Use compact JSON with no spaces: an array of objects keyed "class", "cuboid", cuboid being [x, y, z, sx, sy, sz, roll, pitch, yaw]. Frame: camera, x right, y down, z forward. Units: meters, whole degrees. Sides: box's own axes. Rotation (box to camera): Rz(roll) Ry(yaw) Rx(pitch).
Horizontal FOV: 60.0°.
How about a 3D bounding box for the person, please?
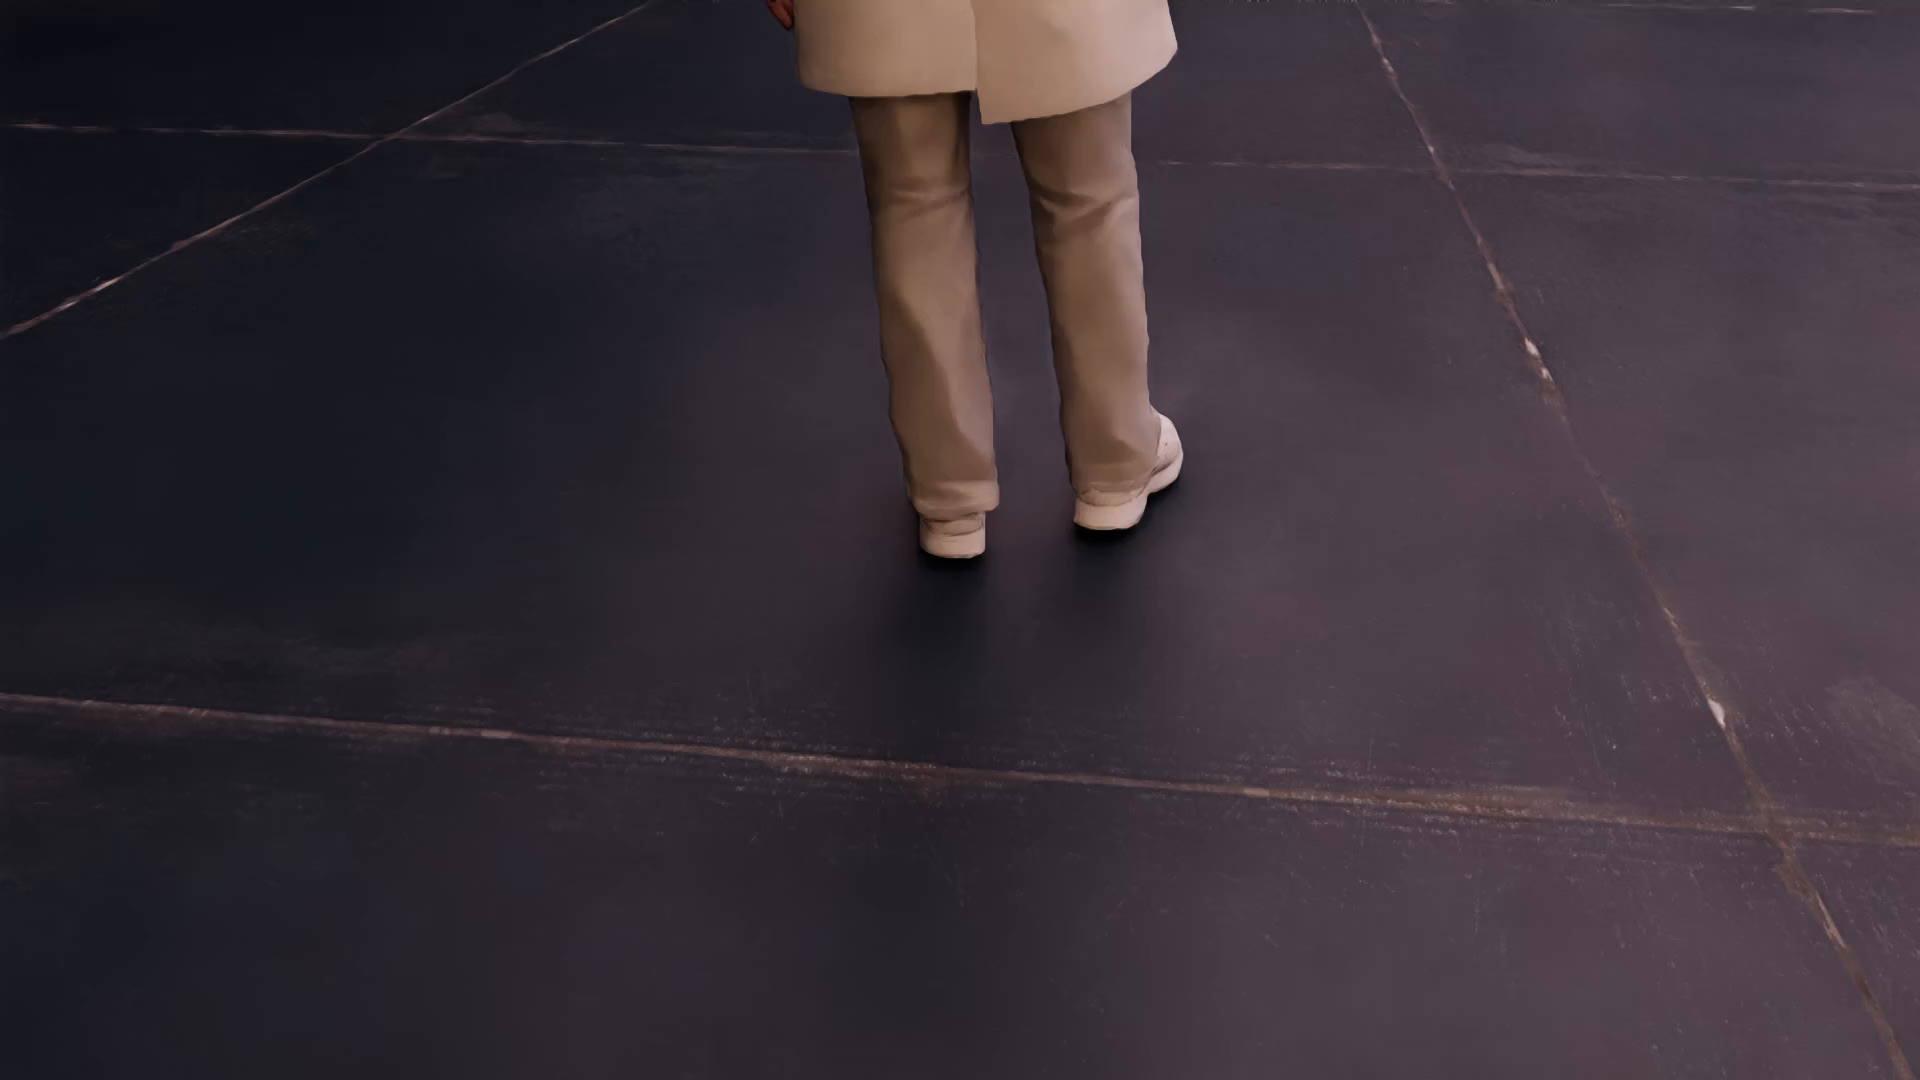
[{"class":"person","cuboid":[0.017,-0.842,2.180,0.694,1.776,0.579,3,27,7]}]
